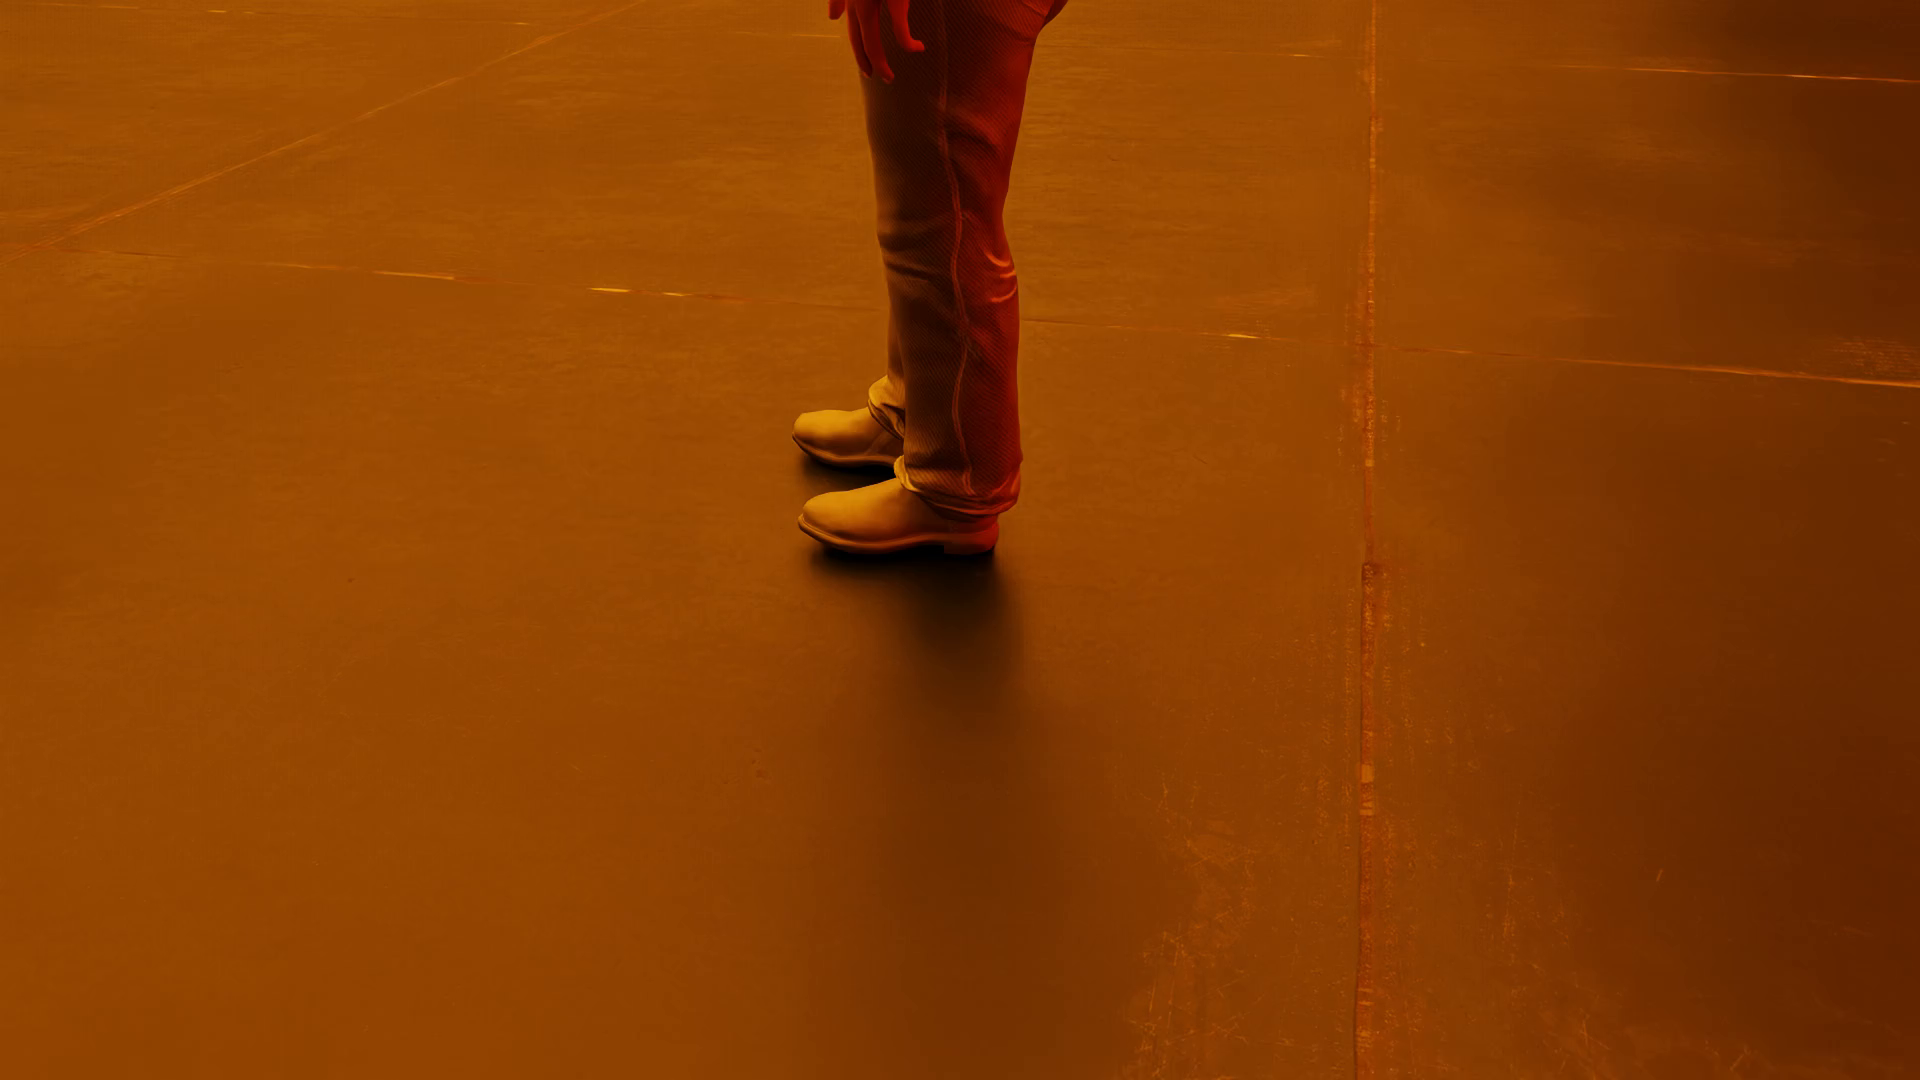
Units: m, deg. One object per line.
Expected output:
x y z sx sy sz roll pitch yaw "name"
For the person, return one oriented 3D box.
-0.058 -0.808 2.116 0.568 1.773 0.632 6 27 11 "person"
